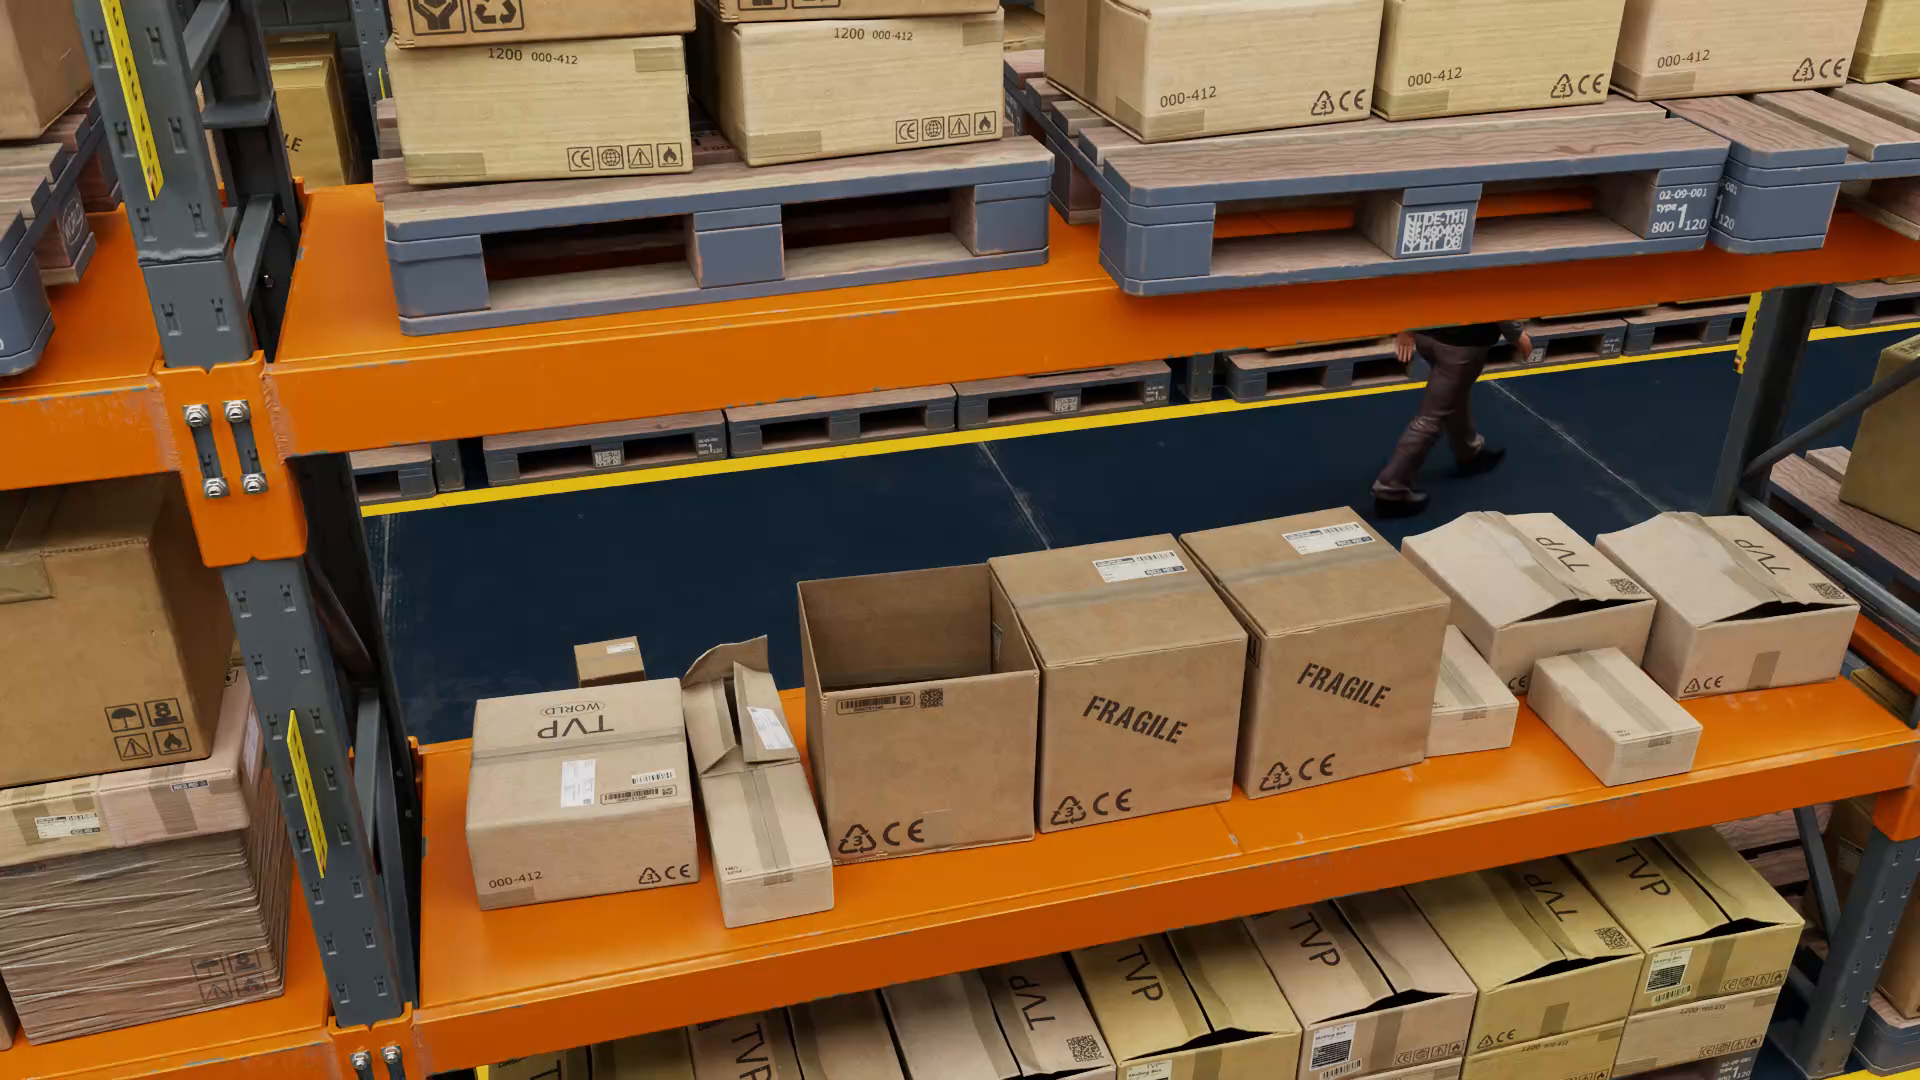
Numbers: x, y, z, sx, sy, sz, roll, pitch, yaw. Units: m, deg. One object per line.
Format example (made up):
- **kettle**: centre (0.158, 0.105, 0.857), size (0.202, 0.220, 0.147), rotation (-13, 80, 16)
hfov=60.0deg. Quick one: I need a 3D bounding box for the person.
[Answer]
- **person**: centre (2.409, -0.978, 7.821), size (0.967, 1.671, 0.551), rotation (-13, 33, -21)
